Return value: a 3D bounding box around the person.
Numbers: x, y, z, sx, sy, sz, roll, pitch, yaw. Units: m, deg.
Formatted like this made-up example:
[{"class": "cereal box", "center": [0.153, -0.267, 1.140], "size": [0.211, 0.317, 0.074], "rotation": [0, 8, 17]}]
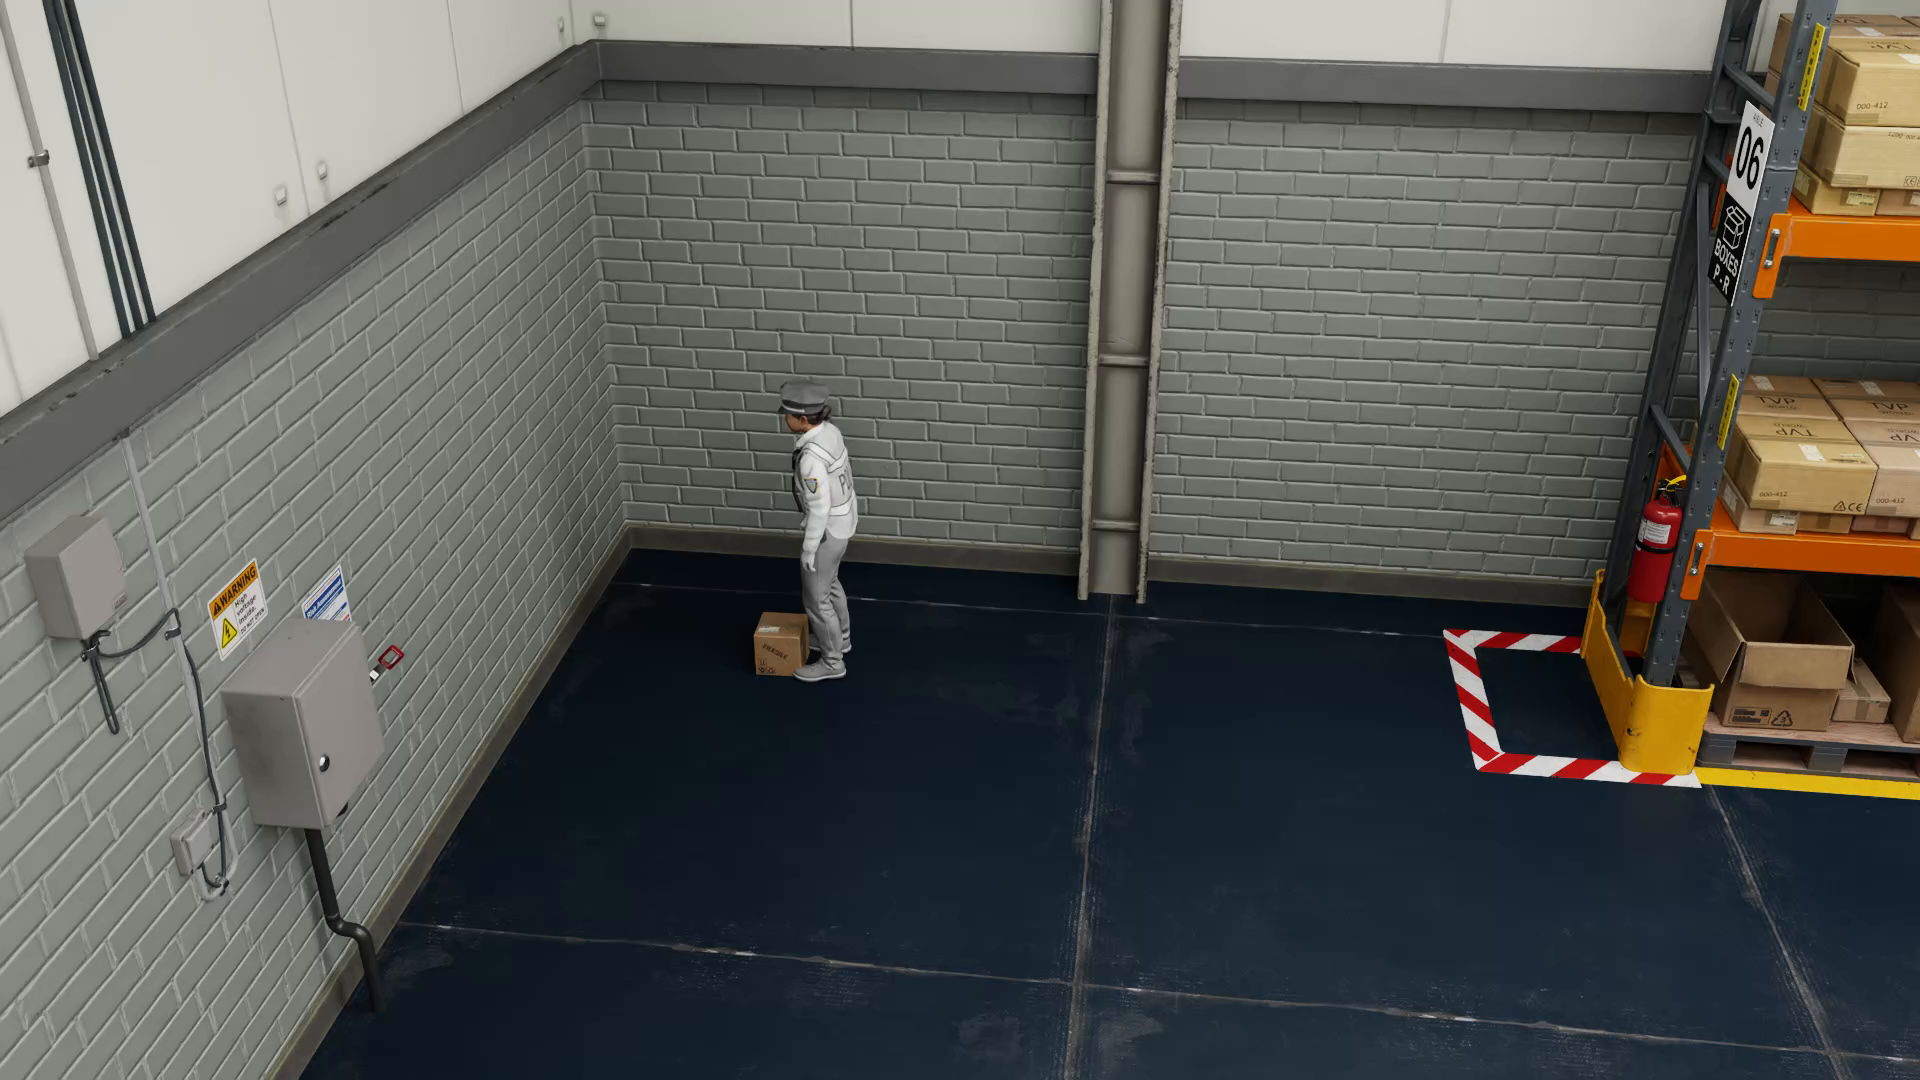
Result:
[{"class": "person", "center": [-0.726, -0.045, 8.703], "size": [0.374, 1.663, 0.526], "rotation": [3, 29, 6]}]
